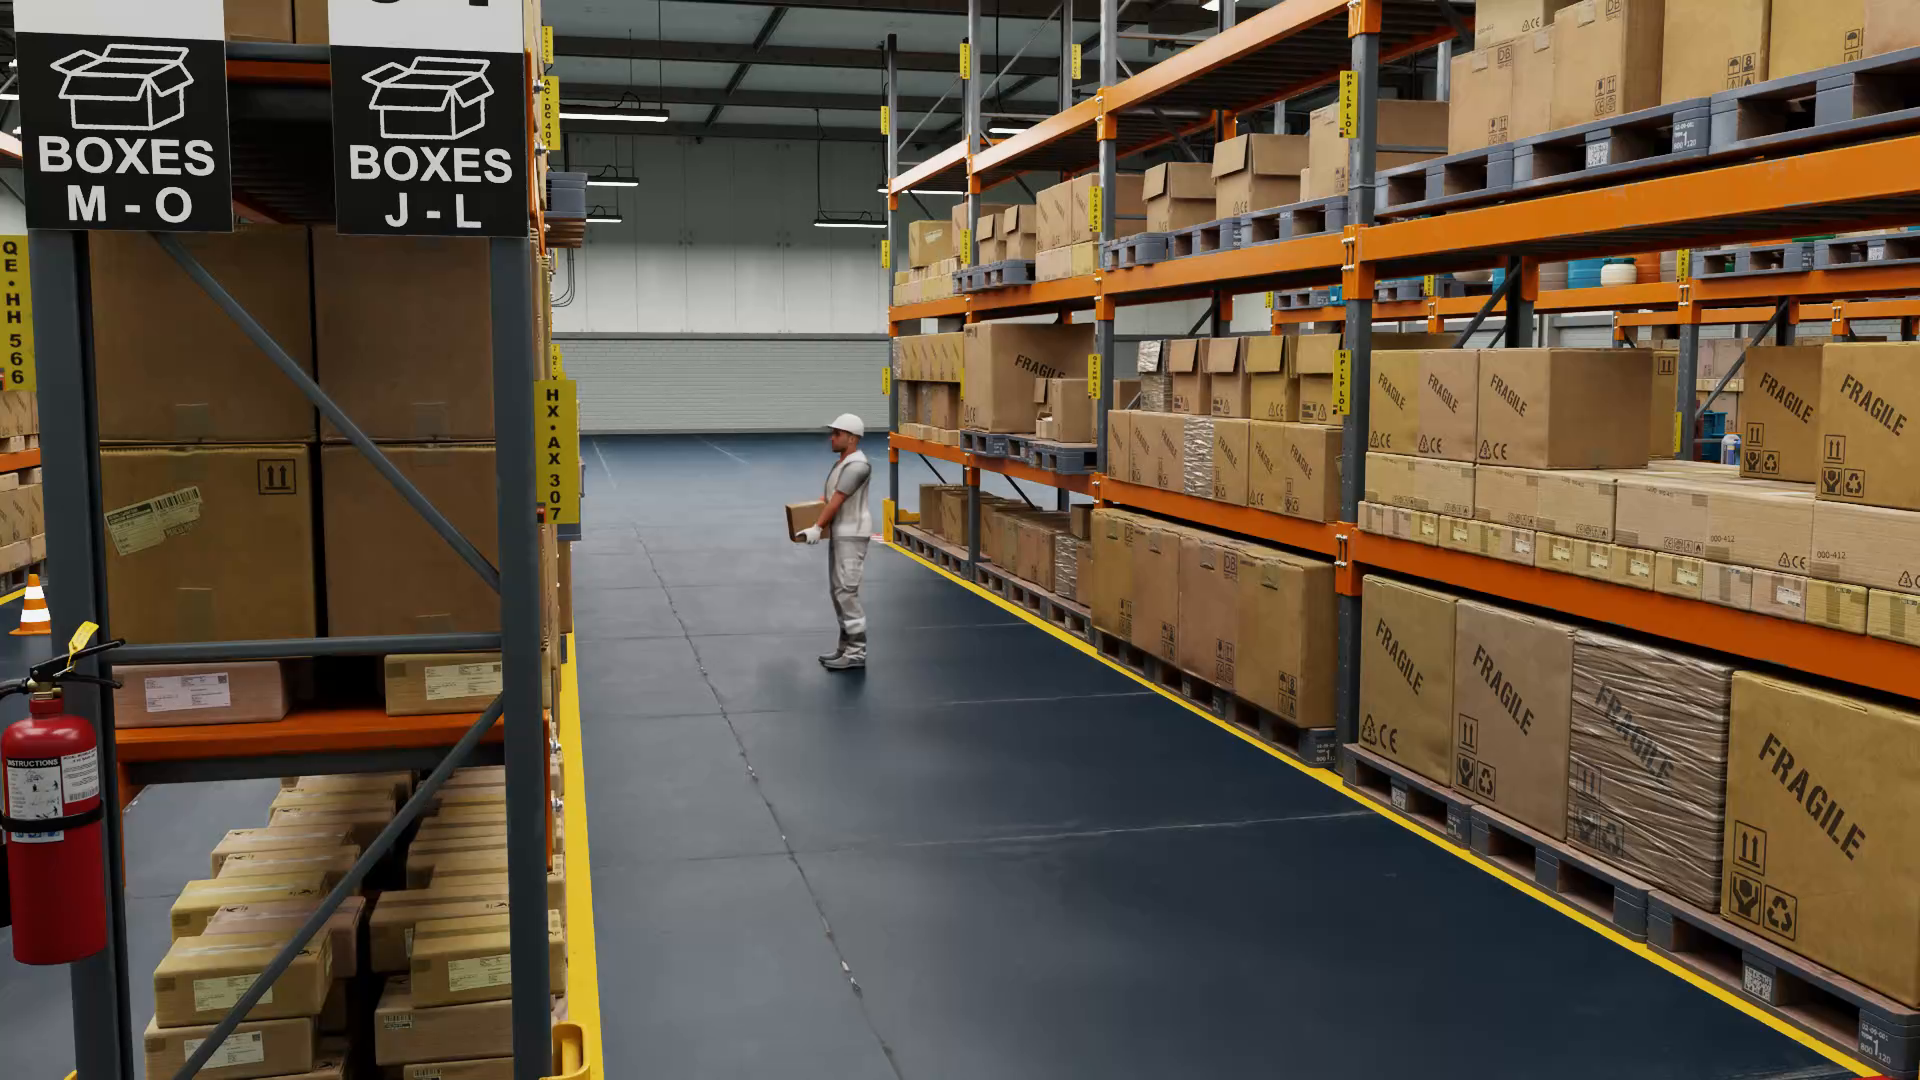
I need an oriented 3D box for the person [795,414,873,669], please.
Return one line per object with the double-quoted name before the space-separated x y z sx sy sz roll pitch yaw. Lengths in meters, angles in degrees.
"person" -0.899 0.006 11.719 0.561 1.787 0.495 -2 6 -14
